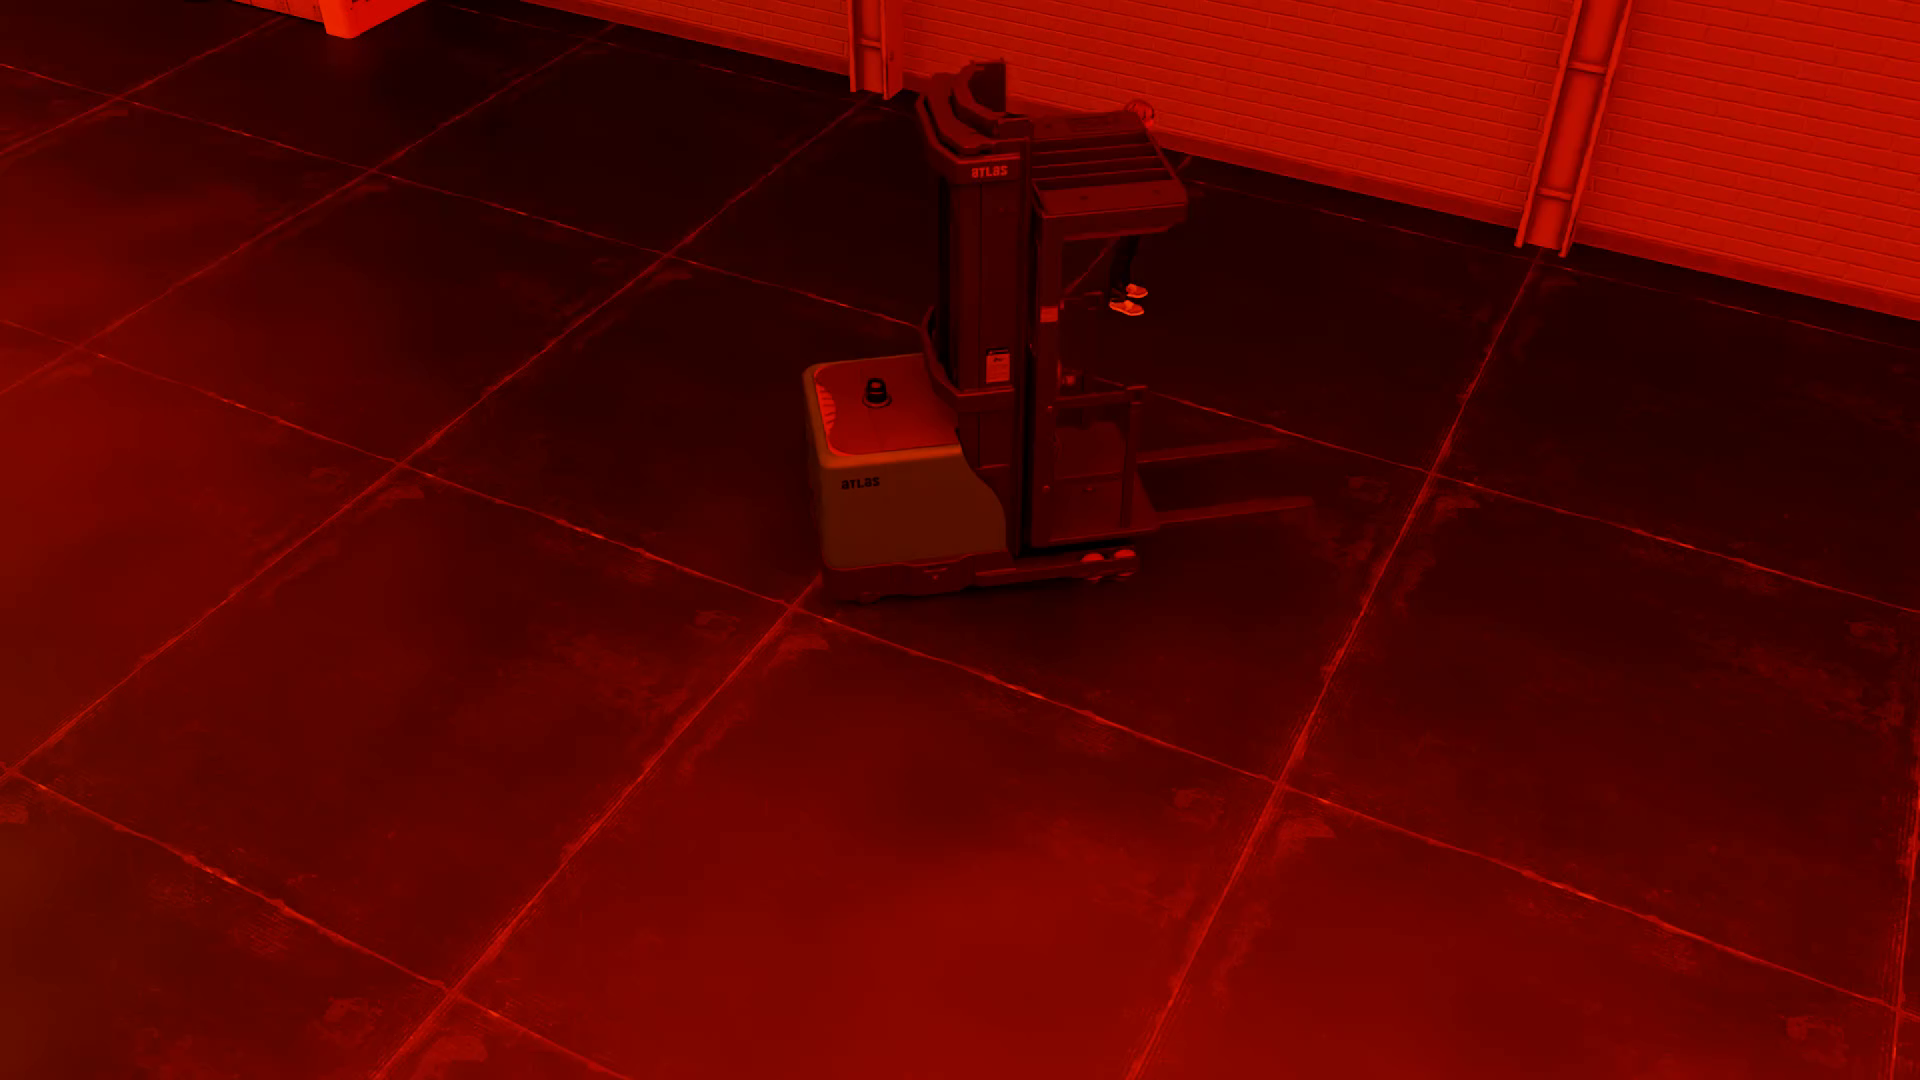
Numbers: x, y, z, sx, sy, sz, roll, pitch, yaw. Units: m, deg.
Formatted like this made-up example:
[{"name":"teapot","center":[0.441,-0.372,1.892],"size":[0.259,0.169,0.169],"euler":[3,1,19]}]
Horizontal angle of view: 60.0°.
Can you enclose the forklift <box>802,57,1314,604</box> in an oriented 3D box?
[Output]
[{"name":"forklift","center":[0.620,-1.208,9.421],"size":[3.031,2.935,1.130],"euler":[-7,41,-8]}]

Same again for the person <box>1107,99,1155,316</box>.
[{"name":"person","center":[1.238,-2.389,11.857],"size":[0.315,1.604,0.414],"euler":[9,41,11]}]
